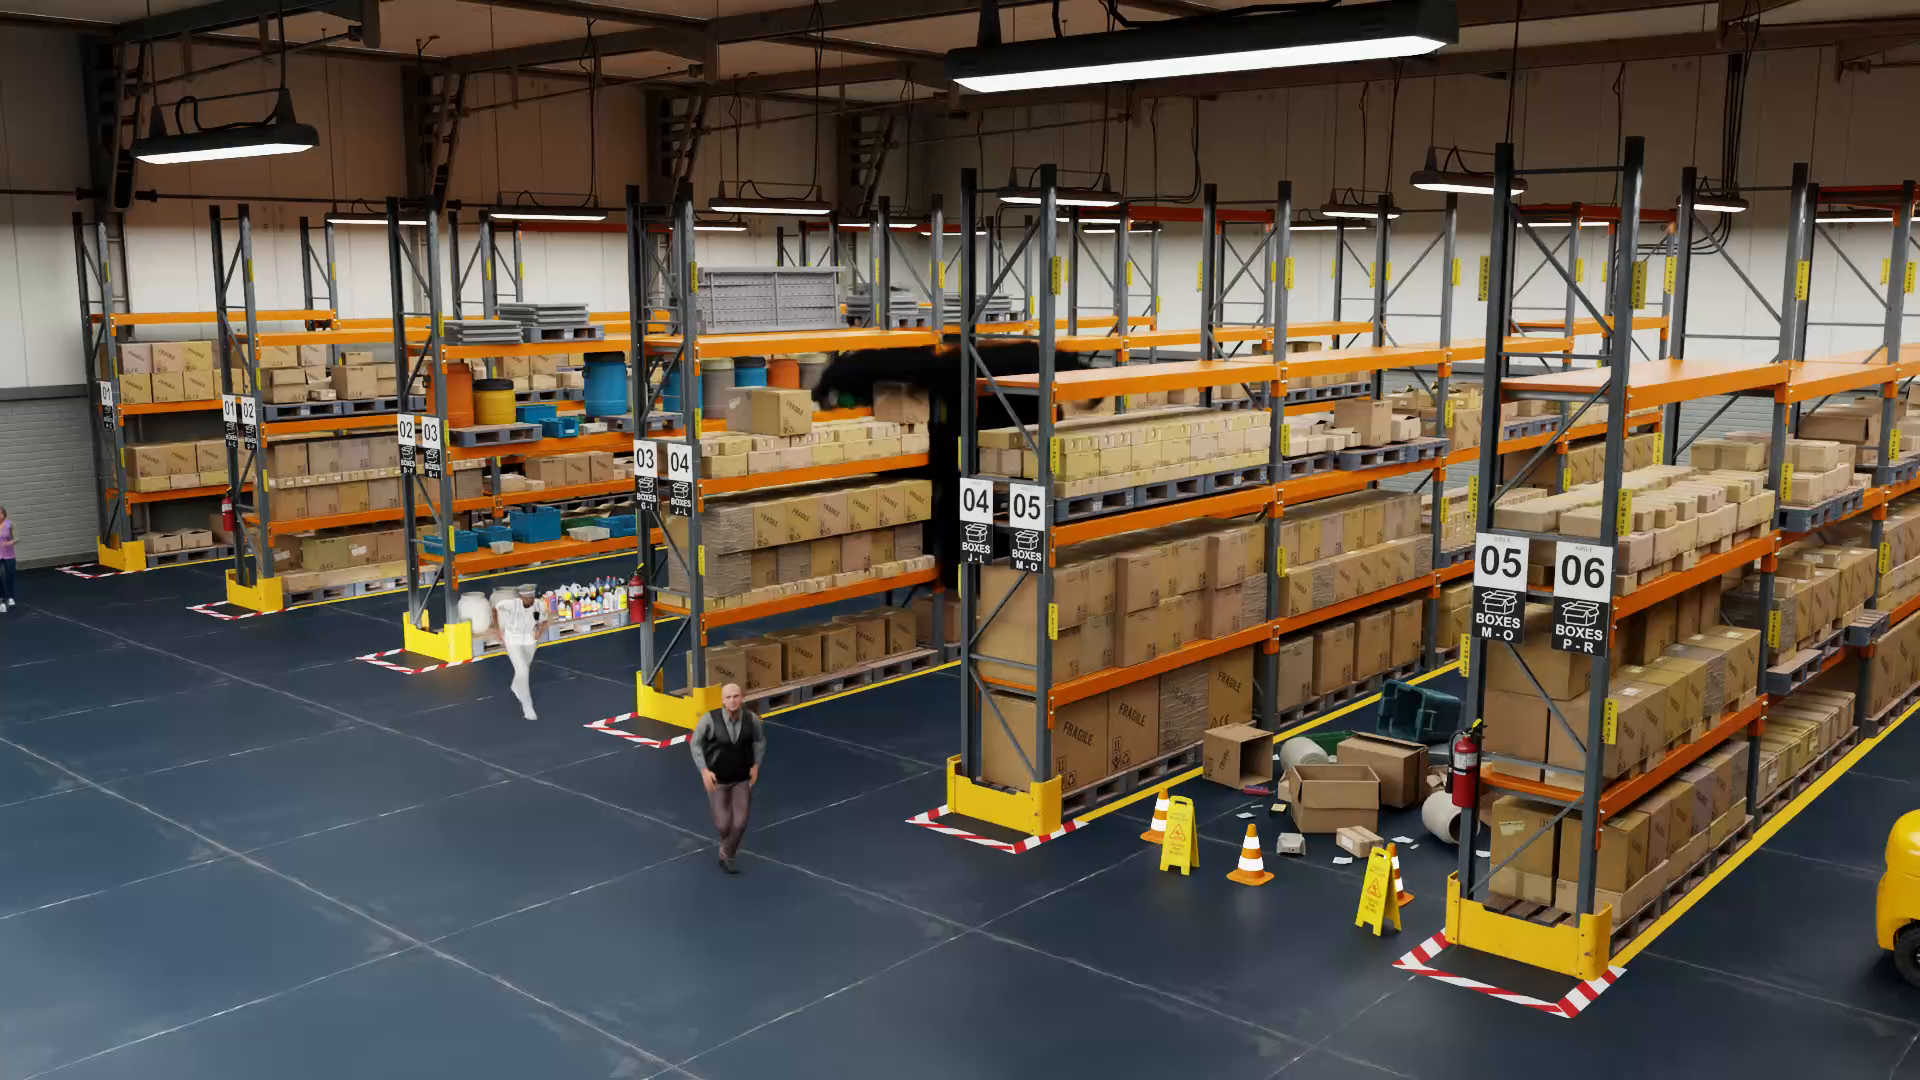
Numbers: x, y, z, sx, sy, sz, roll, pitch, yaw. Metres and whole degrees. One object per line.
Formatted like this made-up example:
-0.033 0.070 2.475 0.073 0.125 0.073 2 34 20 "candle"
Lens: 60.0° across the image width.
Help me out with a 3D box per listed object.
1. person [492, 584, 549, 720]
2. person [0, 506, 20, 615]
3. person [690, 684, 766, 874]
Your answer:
-5.094 1.245 19.241 0.621 1.624 0.978 -5 11 -28 "person"
-14.243 0.288 24.729 0.508 1.630 0.773 -5 11 -29 "person"
-1.980 2.013 14.242 0.657 1.659 0.556 -3 10 -16 "person"
